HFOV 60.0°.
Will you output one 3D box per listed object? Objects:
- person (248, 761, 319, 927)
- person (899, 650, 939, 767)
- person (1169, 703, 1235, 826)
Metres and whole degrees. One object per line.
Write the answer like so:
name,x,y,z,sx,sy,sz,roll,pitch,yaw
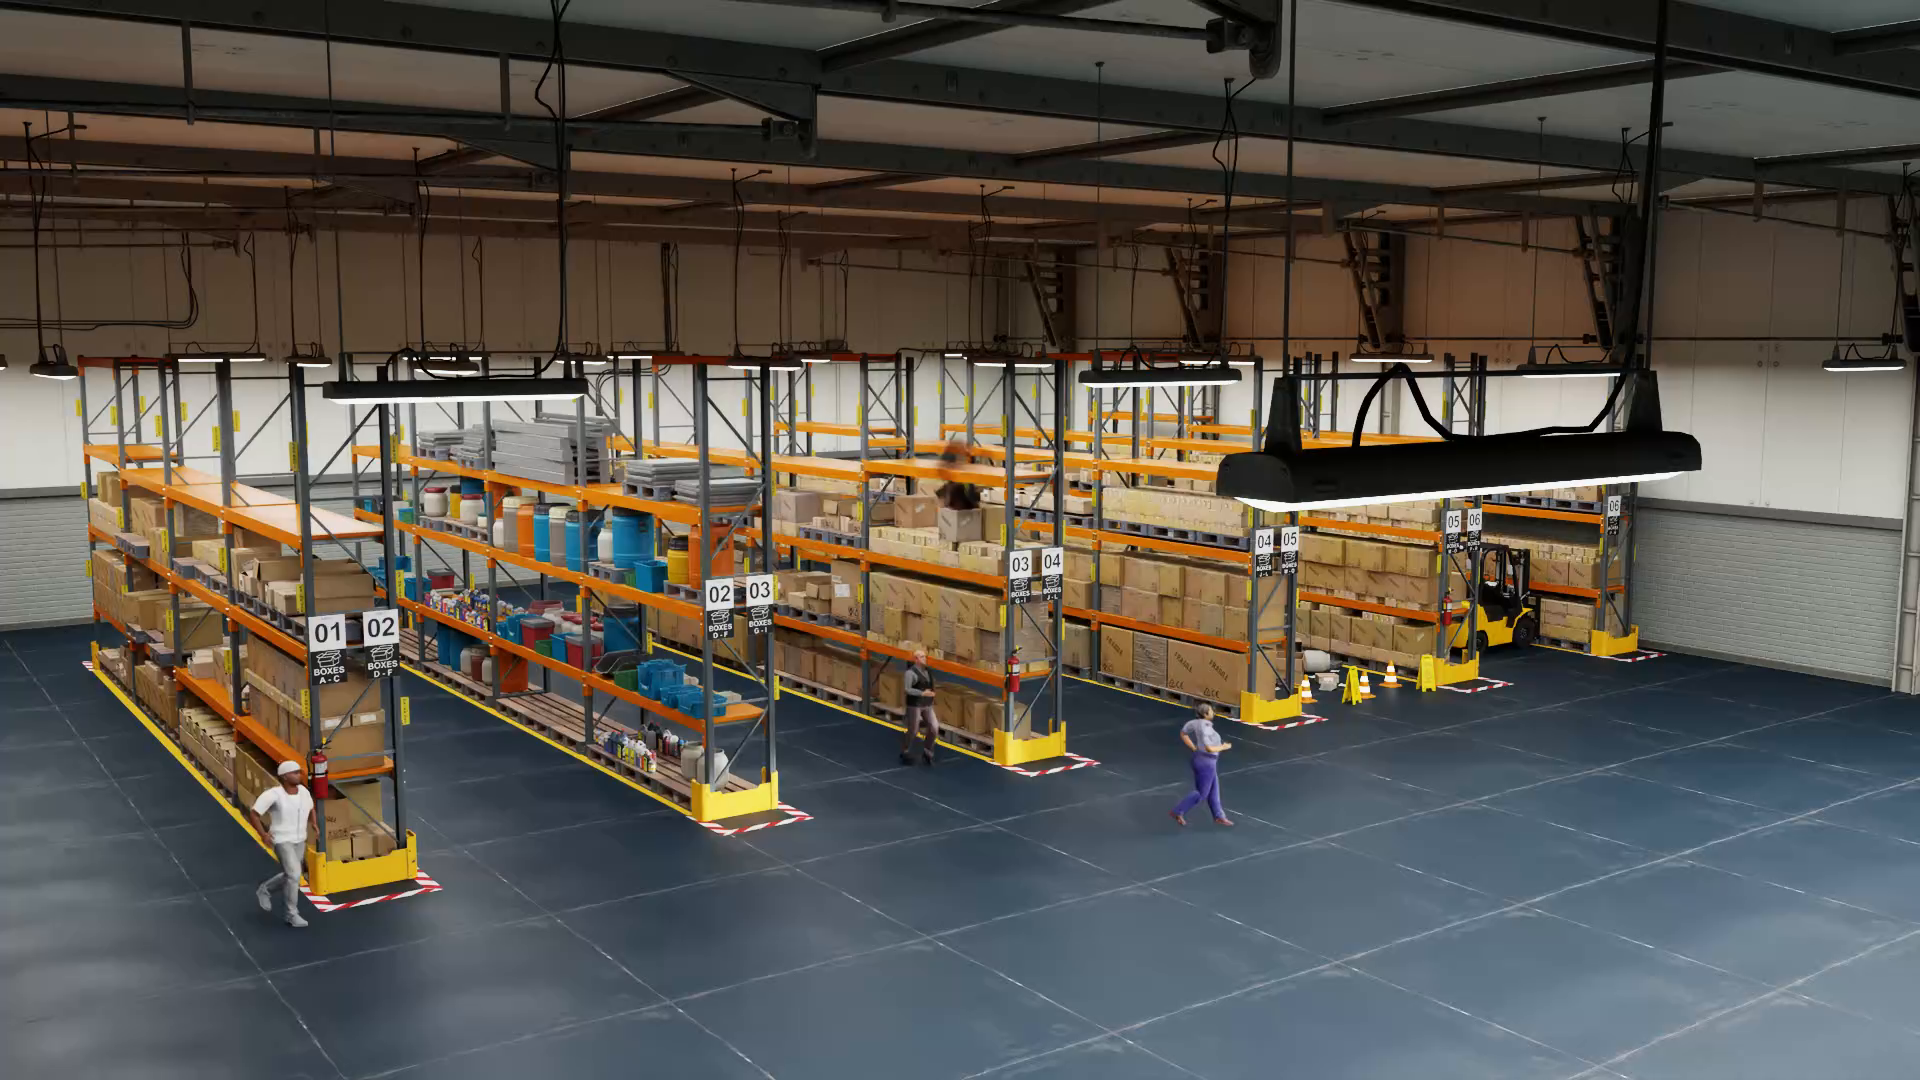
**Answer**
person,-7.351,3.282,18.175,0.779,1.748,0.737,3,8,24
person,-0.590,2.513,24.674,0.748,1.798,0.675,7,10,44
person,3.128,2.914,21.413,0.925,1.655,0.608,-1,7,-8
